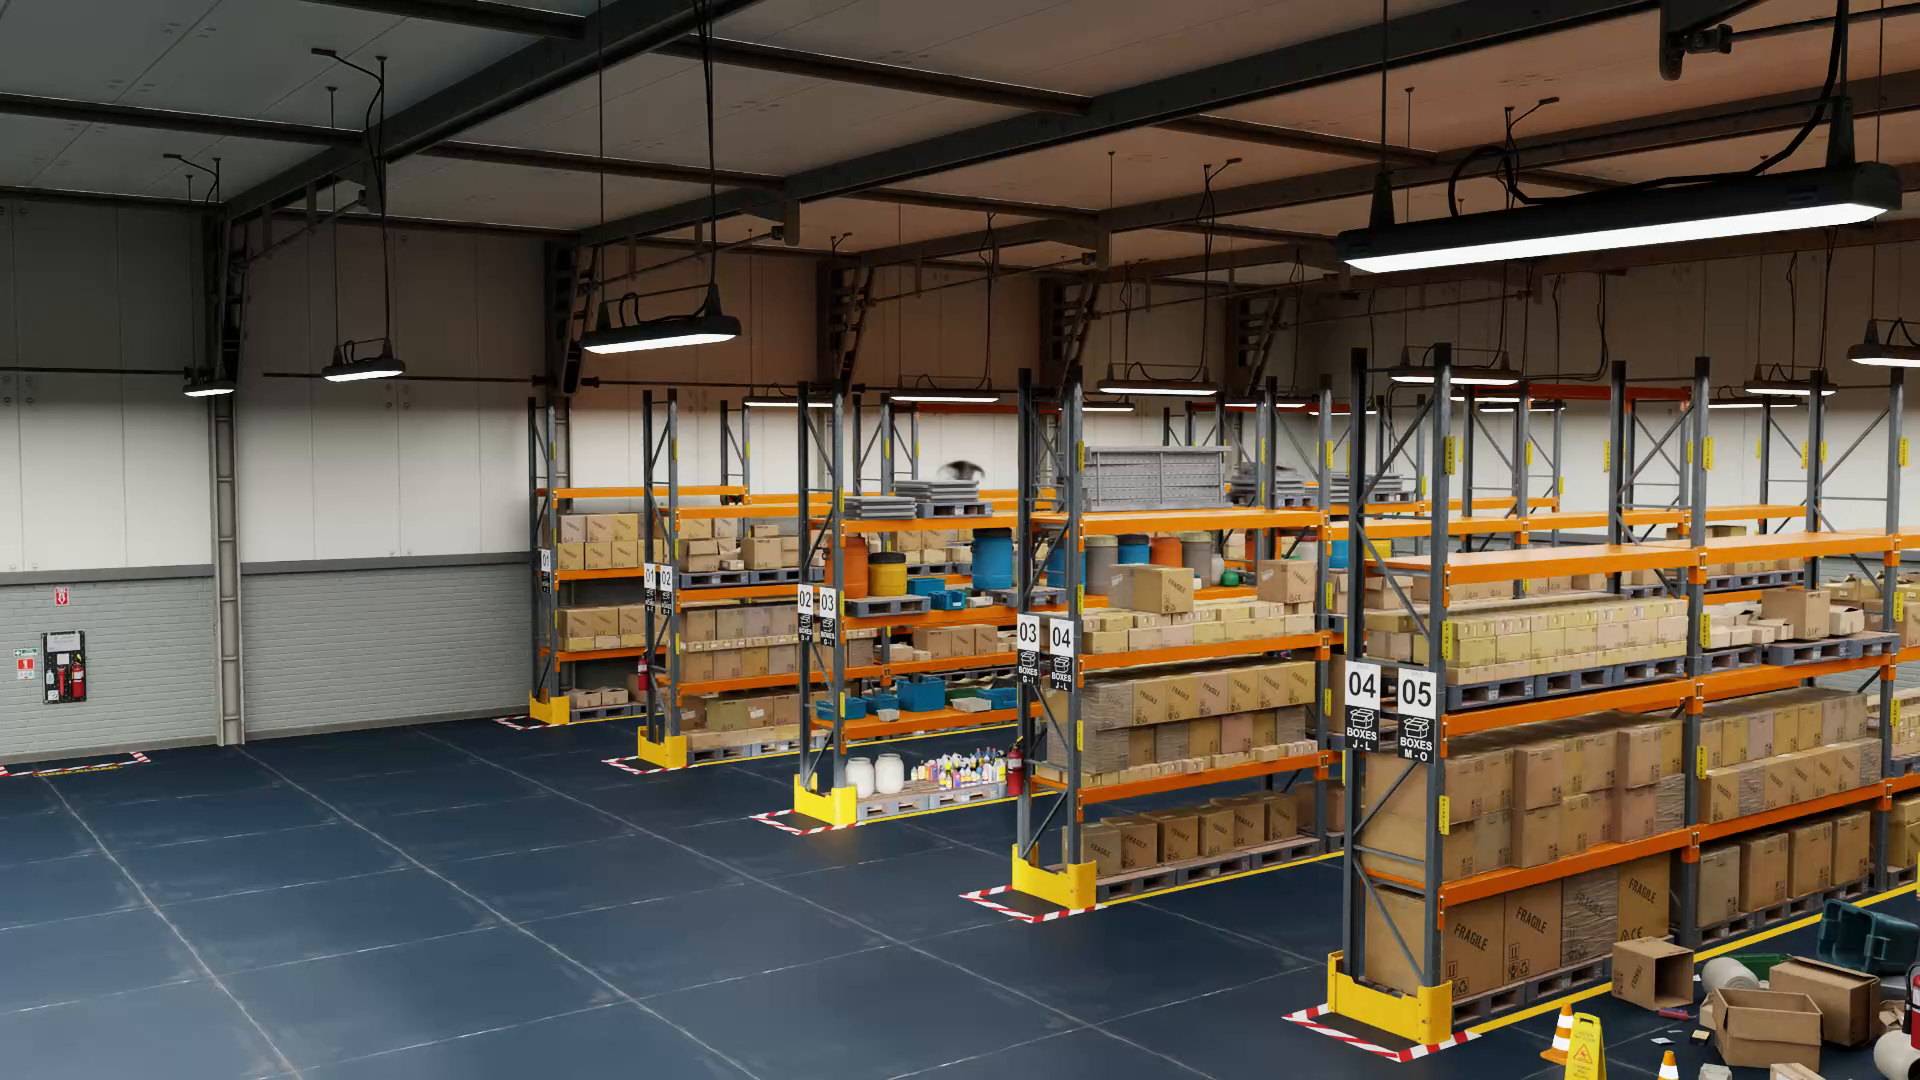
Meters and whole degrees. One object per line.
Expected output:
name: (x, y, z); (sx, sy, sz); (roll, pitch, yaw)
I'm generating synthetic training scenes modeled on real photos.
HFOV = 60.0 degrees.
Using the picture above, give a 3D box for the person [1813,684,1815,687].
person: (12.584, 2.899, 24.726); (0.764, 1.592, 0.545); (-2, 4, -31)

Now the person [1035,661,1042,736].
person: (1.583, 2.673, 29.145); (0.982, 1.514, 0.608); (-2, 4, -29)
